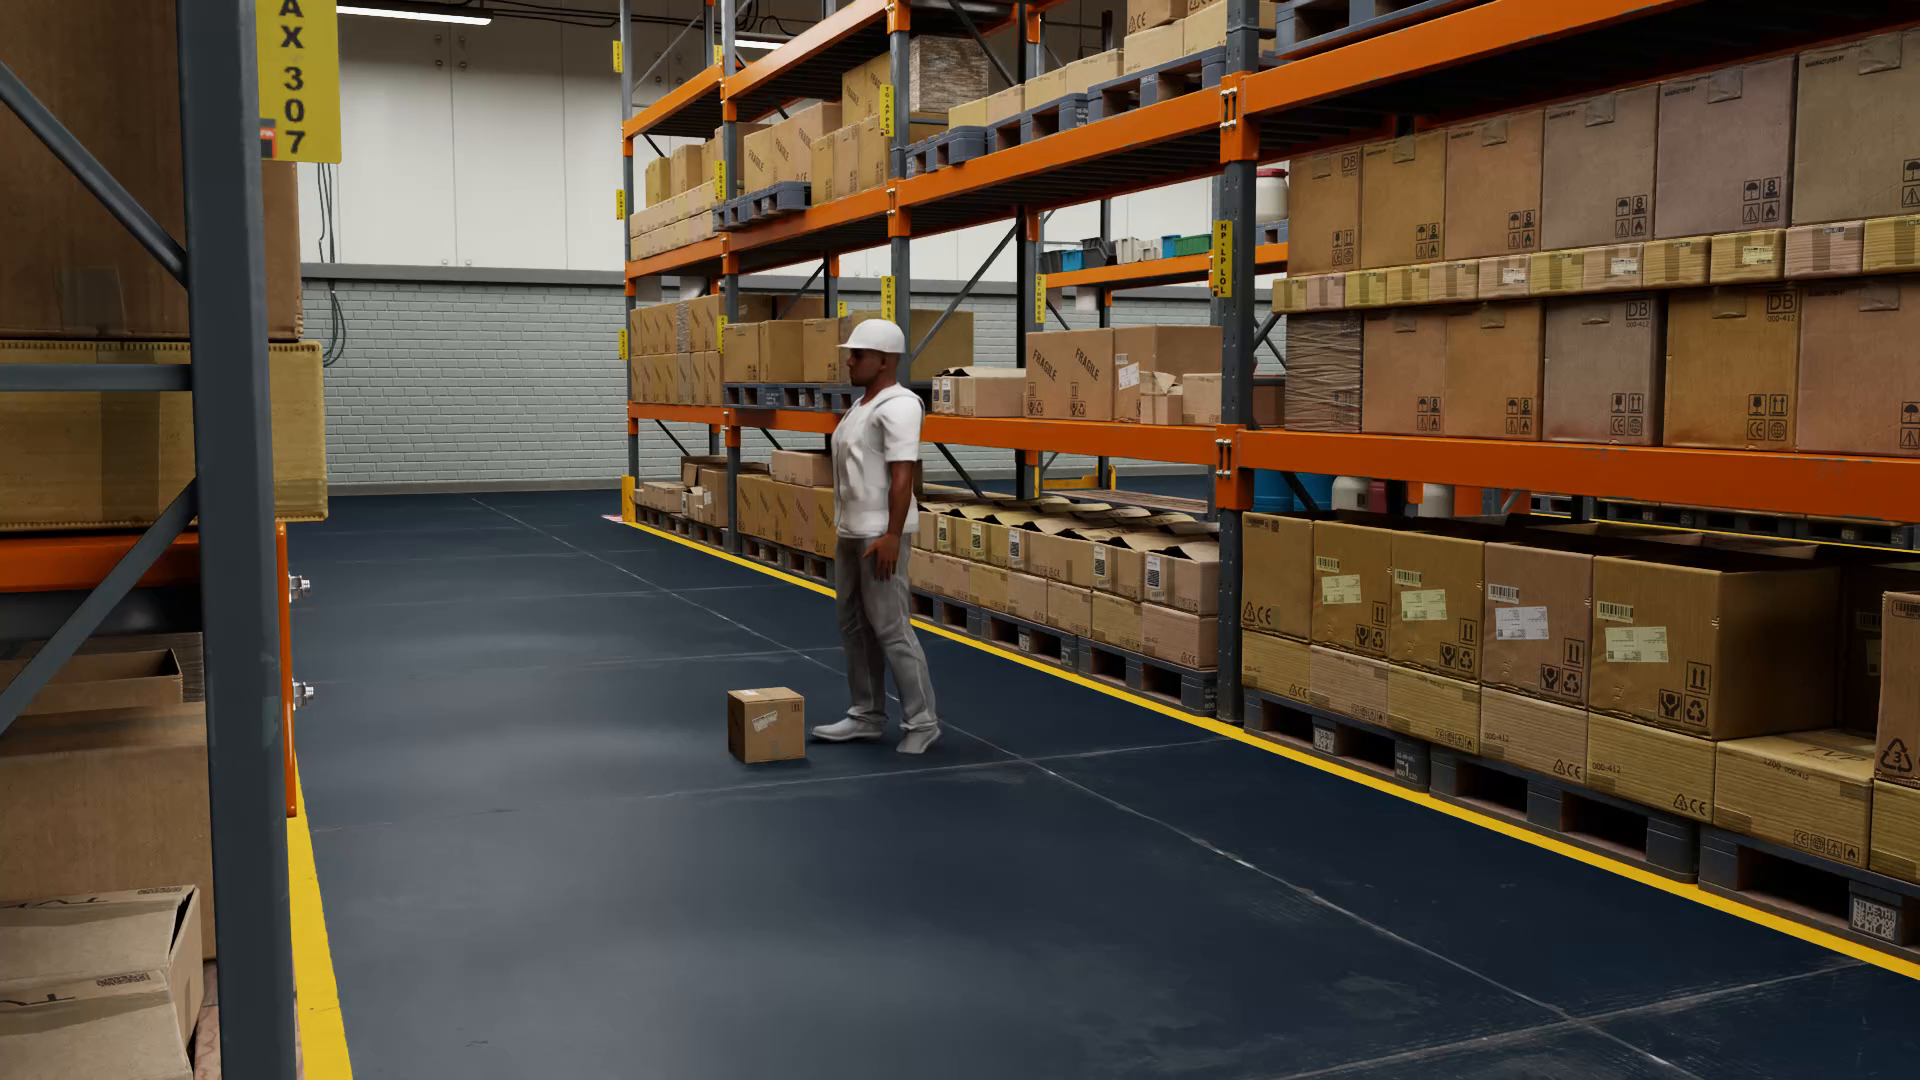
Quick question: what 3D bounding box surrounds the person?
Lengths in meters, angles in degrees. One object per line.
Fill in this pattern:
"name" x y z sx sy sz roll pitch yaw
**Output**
"person" -0.350 0.021 6.881 0.470 1.853 0.570 -2 6 -22
